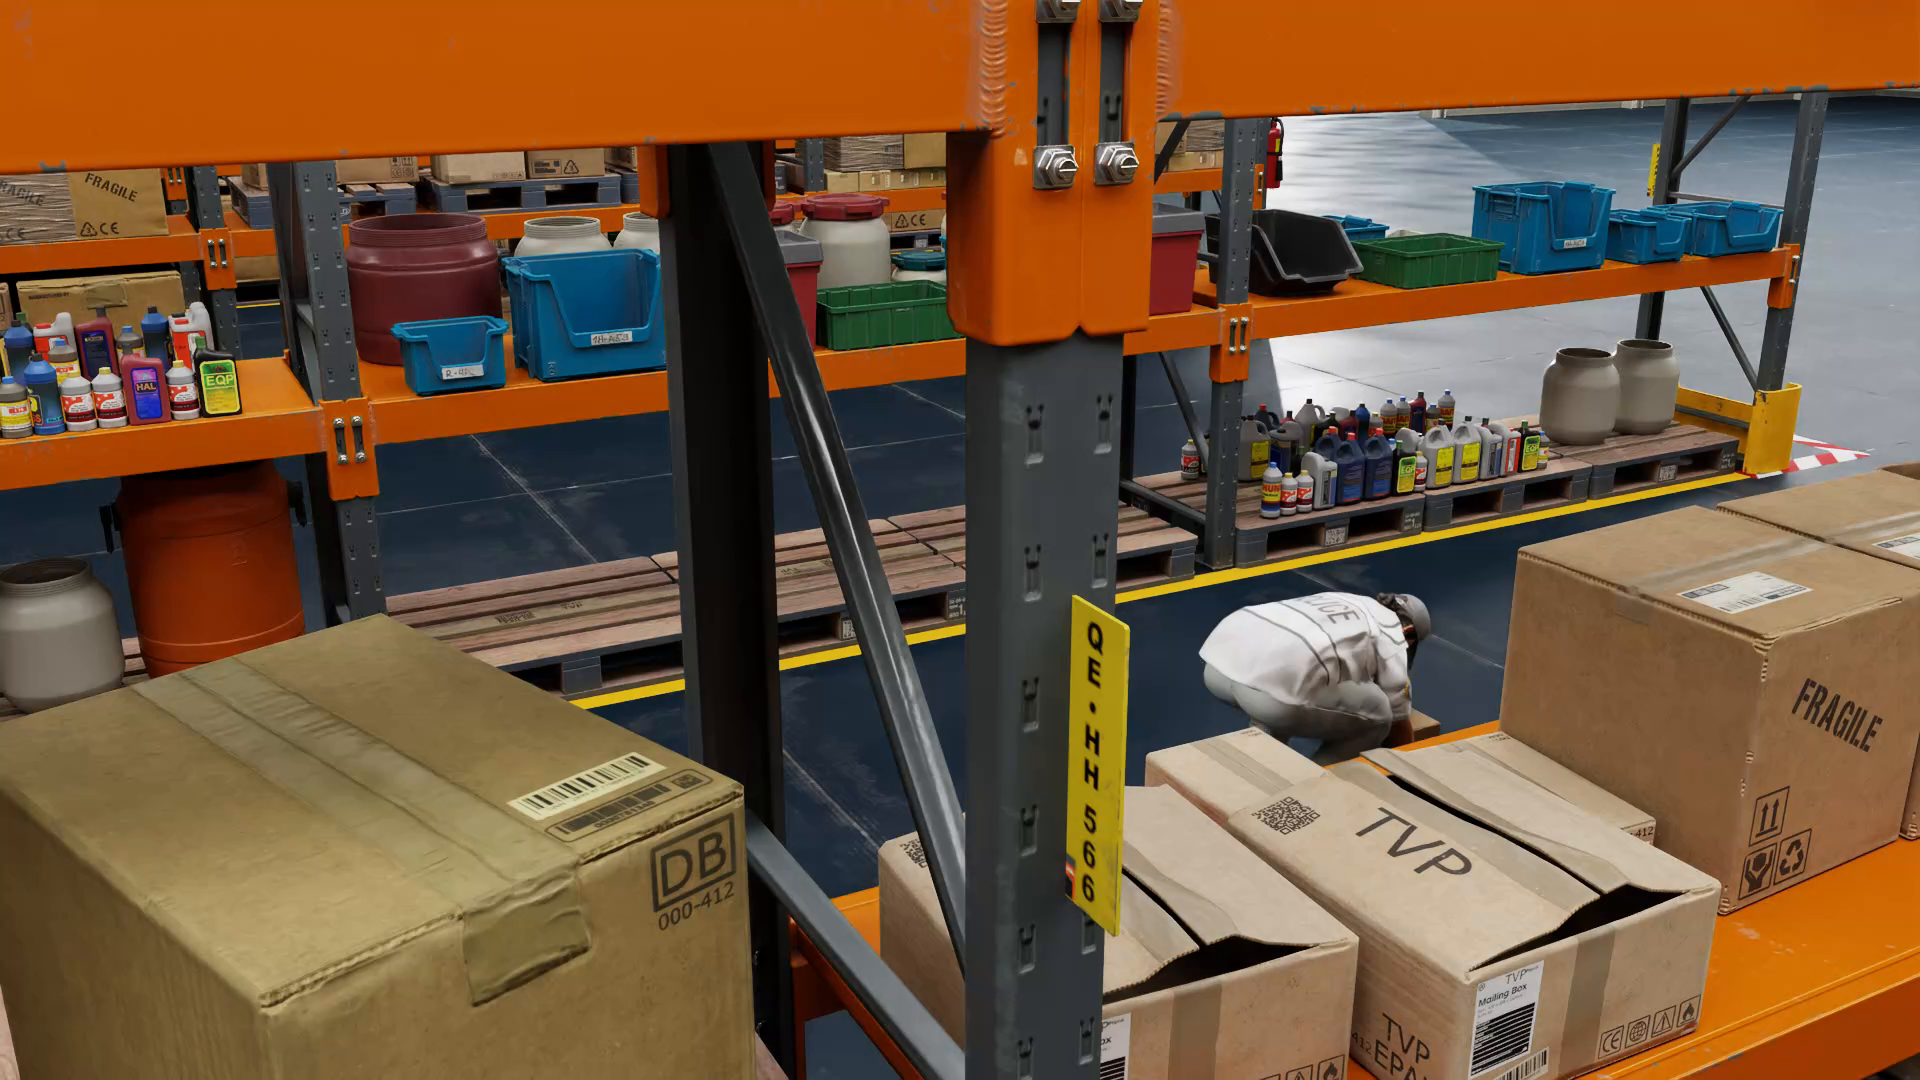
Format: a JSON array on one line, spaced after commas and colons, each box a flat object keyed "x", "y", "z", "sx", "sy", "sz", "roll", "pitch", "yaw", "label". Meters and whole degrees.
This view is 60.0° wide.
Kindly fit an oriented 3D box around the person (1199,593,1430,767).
[{"x": 1.299, "y": 0.561, "z": 5.820, "sx": 0.869, "sy": 0.785, "sz": 0.489, "roll": -10, "pitch": 21, "yaw": -28, "label": "person"}]
